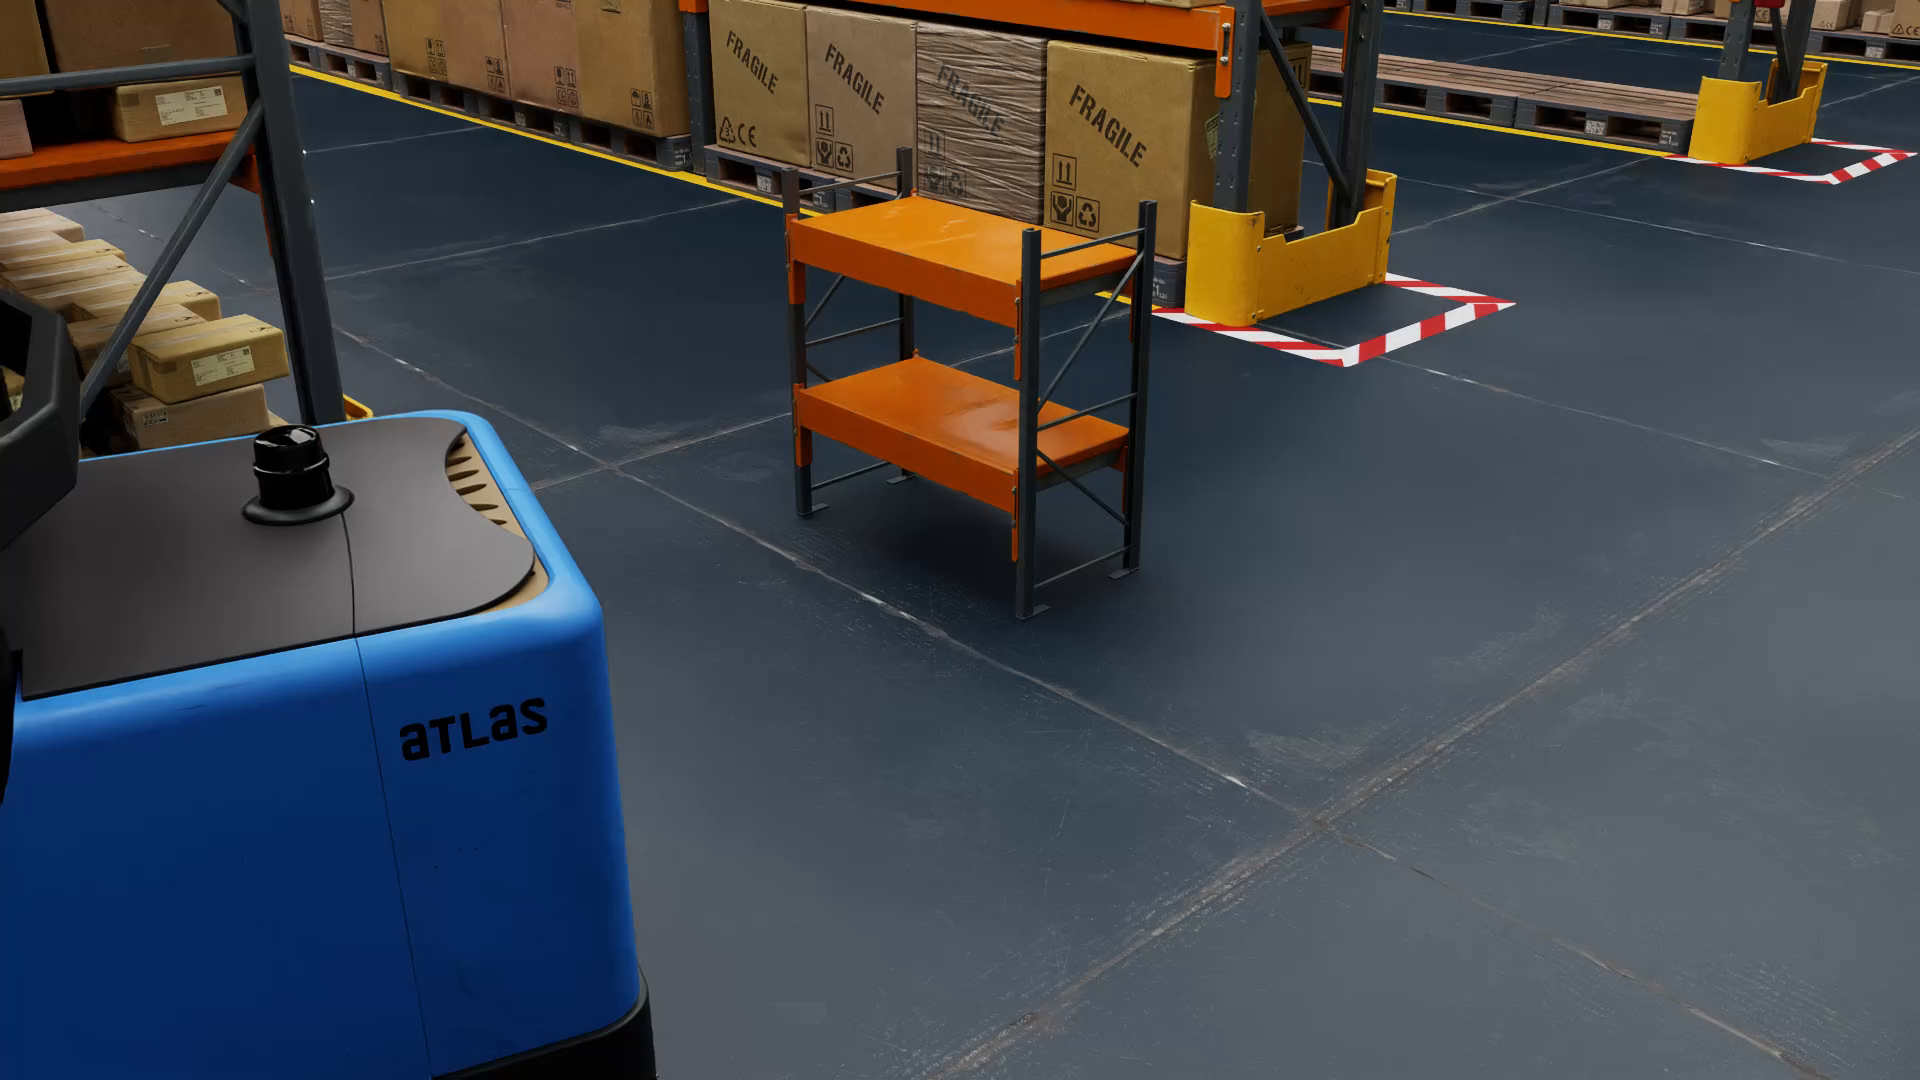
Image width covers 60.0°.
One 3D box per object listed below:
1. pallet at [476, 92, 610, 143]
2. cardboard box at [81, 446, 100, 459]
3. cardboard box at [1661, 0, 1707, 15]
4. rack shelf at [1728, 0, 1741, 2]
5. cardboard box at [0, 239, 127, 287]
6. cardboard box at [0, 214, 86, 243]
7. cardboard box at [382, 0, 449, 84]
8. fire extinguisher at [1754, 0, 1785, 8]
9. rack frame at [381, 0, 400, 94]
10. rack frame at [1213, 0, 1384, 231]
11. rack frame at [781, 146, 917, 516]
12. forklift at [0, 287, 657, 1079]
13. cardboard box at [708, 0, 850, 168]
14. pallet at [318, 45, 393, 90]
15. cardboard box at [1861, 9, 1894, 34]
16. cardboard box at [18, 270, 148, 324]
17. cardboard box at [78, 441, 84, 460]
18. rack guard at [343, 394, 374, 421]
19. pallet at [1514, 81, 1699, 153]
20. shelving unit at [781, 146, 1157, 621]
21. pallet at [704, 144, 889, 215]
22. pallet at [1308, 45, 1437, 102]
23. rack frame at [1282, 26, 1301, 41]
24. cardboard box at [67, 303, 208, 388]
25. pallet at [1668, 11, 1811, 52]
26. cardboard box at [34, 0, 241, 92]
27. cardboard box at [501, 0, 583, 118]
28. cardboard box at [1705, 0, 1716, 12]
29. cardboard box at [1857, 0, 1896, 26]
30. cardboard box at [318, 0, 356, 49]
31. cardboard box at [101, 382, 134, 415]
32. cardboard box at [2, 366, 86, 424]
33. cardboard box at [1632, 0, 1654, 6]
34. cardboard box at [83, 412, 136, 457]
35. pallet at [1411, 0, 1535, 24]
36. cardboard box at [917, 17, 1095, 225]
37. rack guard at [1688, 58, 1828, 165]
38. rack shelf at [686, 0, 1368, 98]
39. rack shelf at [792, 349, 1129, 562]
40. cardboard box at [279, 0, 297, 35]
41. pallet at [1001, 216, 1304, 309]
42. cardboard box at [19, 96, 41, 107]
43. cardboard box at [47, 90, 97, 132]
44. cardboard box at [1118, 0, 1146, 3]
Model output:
[{"bbox_3d":[-2.643,-3.037,11.652,1.003,0.211,1.213,-21,32,-38],"label":"pallet"},{"bbox_3d":[-2.690,-0.129,4.848,0.380,0.149,0.250,-21,32,-38],"label":"cardboard box"},{"bbox_3d":[6.739,-4.996,15.470,0.380,0.166,0.250,-21,32,-38],"label":"cardboard box"},{"bbox_3d":[3.760,-4.195,11.698,1.077,0.370,4.000,-21,32,-38],"label":"rack shelf"},{"bbox_3d":[-3.202,-0.948,5.925,0.380,0.149,0.250,-21,32,-38],"label":"cardboard box"},{"bbox_3d":[-3.533,-1.103,6.266,0.250,0.149,0.380,22,33,40],"label":"cardboard box"},{"bbox_3d":[-3.500,-3.944,12.336,0.875,0.875,1.225,22,32,39],"label":"cardboard box"},{"bbox_3d":[4.899,-3.537,9.931,0.296,0.674,0.183,-21,32,-38],"label":"fire extinguisher"},{"bbox_3d":[-3.956,-4.935,12.454,1.000,3.000,0.127,-21,32,-38],"label":"rack frame"},{"bbox_3d":[1.512,-2.511,7.141,1.000,3.000,0.127,-21,32,-38],"label":"rack frame"},{"bbox_3d":[-0.343,-0.664,5.350,0.500,1.125,0.032,-21,32,-38],"label":"rack frame"},{"bbox_3d":[-2.087,-0.186,2.127,3.031,2.935,1.130,-11,27,-23],"label":"forklift"},{"bbox_3d":[-0.829,-2.725,9.663,0.875,0.875,0.875,-21,32,-38],"label":"cardboard box"},{"bbox_3d":[-4.489,-3.903,13.552,1.003,0.211,1.213,-21,32,-38],"label":"pallet"},{"bbox_3d":[7.983,-4.475,14.328,0.380,0.166,0.250,-21,32,-38],"label":"cardboard box"},{"bbox_3d":[-2.873,-0.768,5.532,0.250,0.149,0.380,22,32,39],"label":"cardboard box"},{"bbox_3d":[-2.747,-0.243,4.739,0.380,0.149,0.250,-22,33,-40],"label":"cardboard box"},{"bbox_3d":[-2.230,-0.021,4.693,1.175,0.500,0.348,-21,32,-38],"label":"rack guard"},{"bbox_3d":[4.592,-2.909,11.371,1.003,0.211,1.213,-21,32,-38],"label":"pallet"},{"bbox_3d":[0.005,-0.510,5.012,0.538,1.125,1.048,-21,32,-38],"label":"shelving unit"},{"bbox_3d":[-0.759,-2.202,9.822,1.003,0.211,1.213,-21,32,-38],"label":"pallet"},{"bbox_3d":[2.924,-3.648,12.992,1.003,0.211,1.213,-21,32,-38],"label":"pallet"},{"bbox_3d":[2.393,-5.128,12.877,1.000,3.000,0.127,-21,32,-38],"label":"rack frame"},{"bbox_3d":[-2.564,-0.604,5.172,0.380,0.149,0.250,-21,32,-38],"label":"cardboard box"},{"bbox_3d":[7.318,-4.685,15.266,1.003,0.211,1.213,-21,32,-38],"label":"pallet"},{"bbox_3d":[-2.283,-1.530,4.511,0.500,0.500,0.500,-19,31,-36],"label":"cardboard box"},{"bbox_3d":[-2.285,-3.406,11.156,0.875,0.875,1.225,22,33,40],"label":"cardboard box"},{"bbox_3d":[7.121,-5.190,15.721,0.500,0.311,0.500,-21,32,-38],"label":"cardboard box"},{"bbox_3d":[8.239,-4.666,14.647,0.500,0.250,0.500,-21,32,-38],"label":"cardboard box"},{"bbox_3d":[-4.817,-4.360,13.674,0.500,0.500,0.700,21,32,38],"label":"cardboard box"},{"bbox_3d":[-2.494,-0.495,5.291,0.380,0.149,0.250,-21,32,-39],"label":"cardboard box"},{"bbox_3d":[-2.725,-0.388,4.699,0.380,0.149,0.250,-21,32,-38],"label":"cardboard box"},{"bbox_3d":[6.608,-5.503,16.180,0.500,0.500,0.500,-21,32,-38],"label":"cardboard box"},{"bbox_3d":[-2.541,-0.334,5.298,0.380,0.149,0.250,-21,32,-39],"label":"cardboard box"},{"bbox_3d":[5.428,-5.499,17.050,1.003,0.211,1.213,-21,32,-38],"label":"pallet"},{"bbox_3d":[0.394,-2.183,8.474,0.875,0.875,0.875,-21,32,-38],"label":"cardboard box"},{"bbox_3d":[5.153,-2.775,10.732,1.175,0.500,0.348,-21,32,-38],"label":"rack guard"},{"bbox_3d":[0.145,-2.790,8.618,1.077,0.370,4.000,-21,32,-38],"label":"rack shelf"},{"bbox_3d":[0.005,-0.287,5.114,0.538,0.278,1.000,-21,32,-38],"label":"rack shelf"},{"bbox_3d":[-5.591,-4.698,14.417,0.500,0.500,0.700,20,32,37],"label":"cardboard box"},{"bbox_3d":[0.908,-1.463,8.202,1.003,0.211,1.213,-21,32,-38],"label":"pallet"},{"bbox_3d":[-2.786,-1.413,5.037,0.380,0.149,0.250,-19,31,-36],"label":"cardboard box"},{"bbox_3d":[-2.364,-1.277,4.738,0.380,0.149,0.250,-20,31,-37],"label":"cardboard box"},{"bbox_3d":[0.849,-2.490,7.396,0.380,0.149,0.250,-21,32,-38],"label":"cardboard box"}]
